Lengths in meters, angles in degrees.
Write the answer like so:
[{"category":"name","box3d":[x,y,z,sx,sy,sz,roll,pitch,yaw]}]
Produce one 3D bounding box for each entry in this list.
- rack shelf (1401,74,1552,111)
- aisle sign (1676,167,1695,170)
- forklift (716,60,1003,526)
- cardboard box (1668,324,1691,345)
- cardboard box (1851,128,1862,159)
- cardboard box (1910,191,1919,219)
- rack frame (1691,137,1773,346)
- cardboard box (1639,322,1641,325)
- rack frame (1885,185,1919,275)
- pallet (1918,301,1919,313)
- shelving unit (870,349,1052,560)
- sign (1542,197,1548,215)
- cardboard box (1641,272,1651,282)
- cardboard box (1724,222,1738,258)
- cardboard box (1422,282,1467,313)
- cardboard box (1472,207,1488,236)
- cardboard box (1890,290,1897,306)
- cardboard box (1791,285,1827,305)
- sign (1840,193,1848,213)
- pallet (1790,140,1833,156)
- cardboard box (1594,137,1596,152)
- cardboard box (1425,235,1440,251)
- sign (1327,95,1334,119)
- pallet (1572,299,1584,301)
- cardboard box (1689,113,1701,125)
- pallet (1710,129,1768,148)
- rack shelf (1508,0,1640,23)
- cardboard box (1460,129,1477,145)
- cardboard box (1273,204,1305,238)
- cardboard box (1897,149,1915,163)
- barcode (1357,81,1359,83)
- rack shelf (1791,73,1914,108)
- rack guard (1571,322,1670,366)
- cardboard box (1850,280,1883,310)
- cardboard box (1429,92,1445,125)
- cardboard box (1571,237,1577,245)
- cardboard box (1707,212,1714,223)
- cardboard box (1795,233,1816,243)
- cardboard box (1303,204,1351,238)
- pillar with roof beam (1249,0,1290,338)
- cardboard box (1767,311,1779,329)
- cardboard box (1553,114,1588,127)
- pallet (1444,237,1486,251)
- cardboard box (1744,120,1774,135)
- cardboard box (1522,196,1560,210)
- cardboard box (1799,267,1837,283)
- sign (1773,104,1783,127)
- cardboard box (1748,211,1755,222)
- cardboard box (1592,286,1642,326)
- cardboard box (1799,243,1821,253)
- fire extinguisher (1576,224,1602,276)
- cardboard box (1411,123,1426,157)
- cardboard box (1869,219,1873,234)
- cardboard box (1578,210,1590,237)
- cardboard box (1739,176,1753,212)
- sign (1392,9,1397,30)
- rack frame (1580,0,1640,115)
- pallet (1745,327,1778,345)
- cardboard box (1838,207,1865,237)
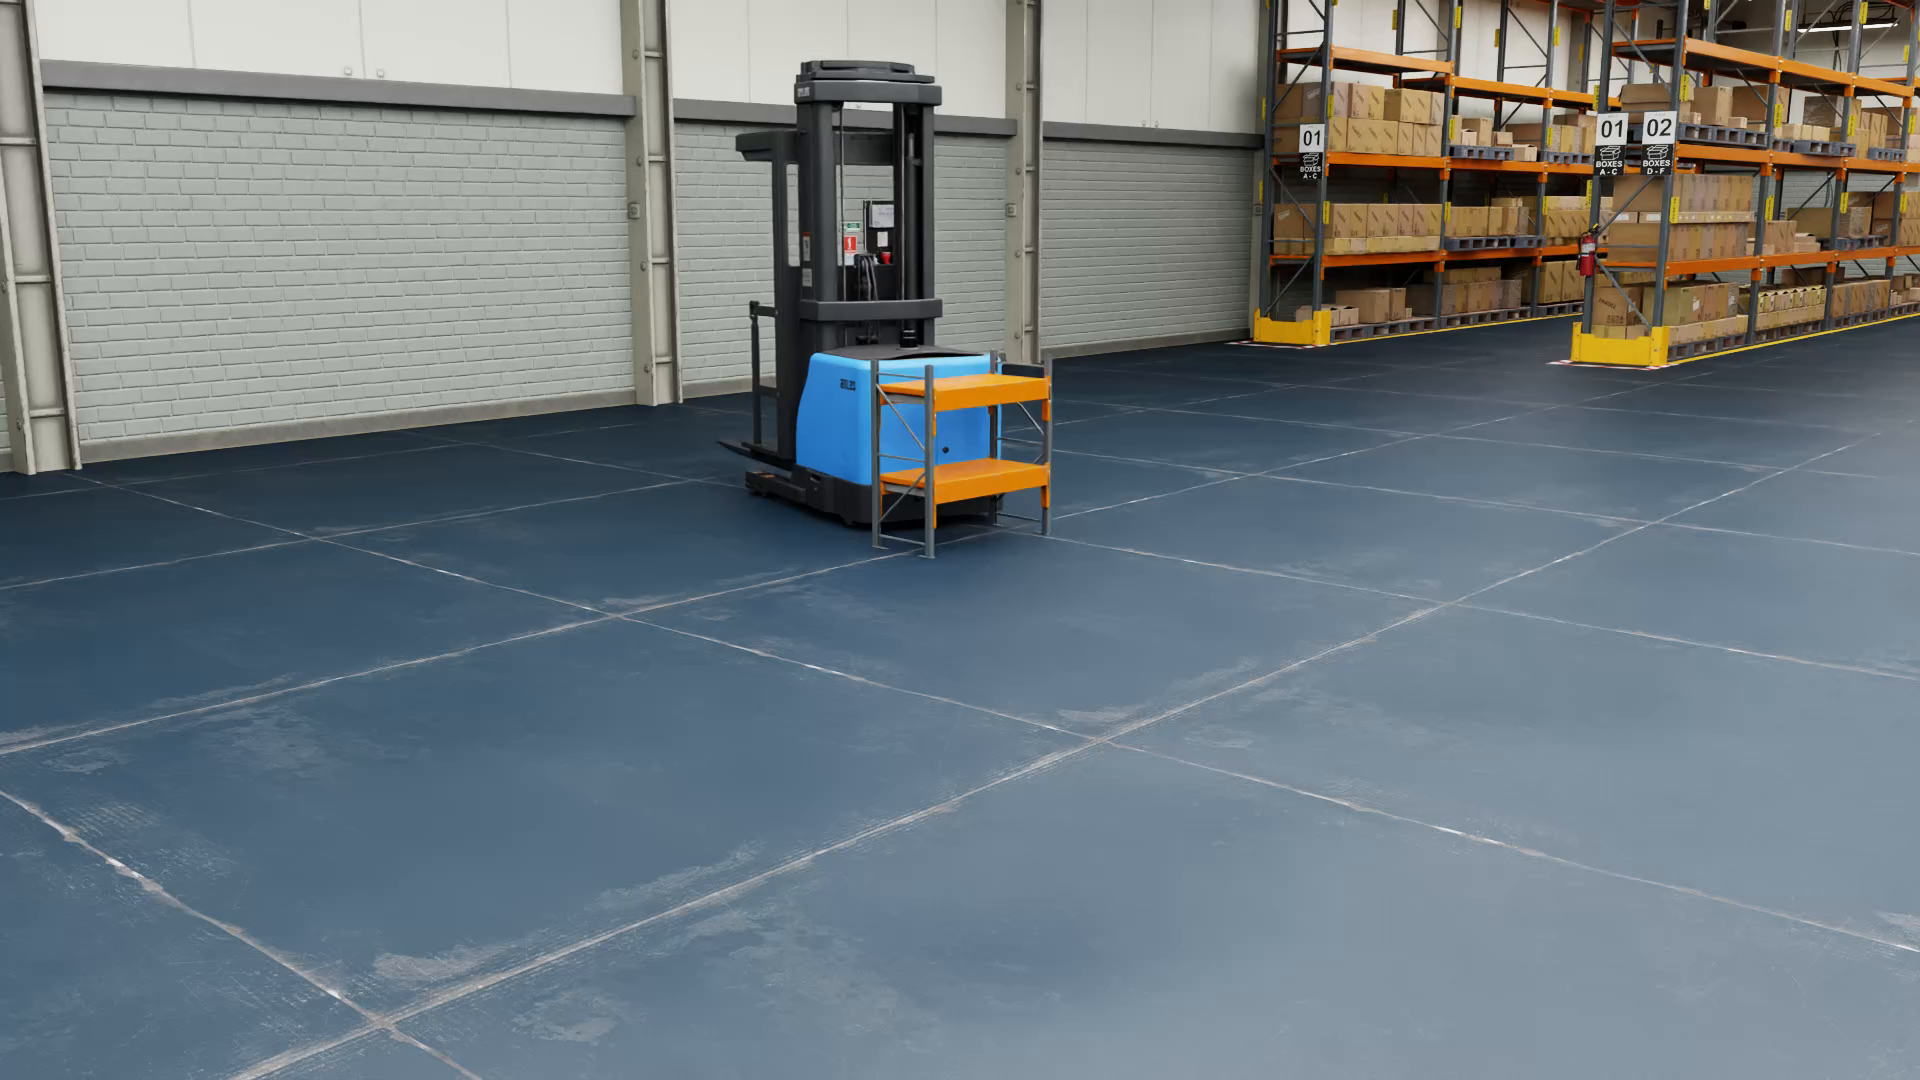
[{"category":"rack shelf","box3d":[8.925,-7.728,28.787,1.077,0.370,4.000,10,15,40]},{"category":"aisle sign","box3d":[15.799,-8.053,36.235,0.394,0.787,0.004,10,15,40]},{"category":"forklift","box3d":[-0.874,-1.771,11.594,1.130,2.935,3.031,-6,13,-28]},{"category":"cardboard box","box3d":[9.536,-2.794,22.491,0.500,0.250,0.500,10,15,40]},{"category":"cardboard box","box3d":[14.568,-6.653,27.949,0.910,0.500,0.500,10,15,40]},{"category":"cardboard box","box3d":[17.472,-6.226,30.918,0.500,0.500,0.500,9,15,39]},{"category":"rack frame","box3d":[11.328,-4.401,24.588,1.000,3.000,0.127,10,15,40]},{"category":"cardboard box","box3d":[9.141,-2.862,22.832,0.500,0.250,0.500,10,15,40]},{"category":"rack frame","box3d":[19.249,-6.167,33.427,1.000,3.000,0.127,10,15,40]},{"category":"pallet","box3d":[18.674,-4.670,33.057,1.003,0.211,1.213,10,15,40]},{"category":"shelving unit","box3d":[0.019,-0.546,10.071,0.538,1.125,1.048,11,16,44]},{"category":"sign","box3d":[10.659,-6.090,30.288,0.100,0.325,0.005,10,15,40]},{"category":"cardboard box","box3d":[14.131,-5.444,35.117,0.700,0.500,0.500,10,15,42]},{"category":"cardboard box","box3d":[10.697,-4.306,23.854,0.700,0.500,0.500,10,15,40]},{"category":"cardboard box","box3d":[8.381,-4.224,28.959,0.700,0.500,0.500,9,15,39]},{"category":"cardboard box","box3d":[8.752,-5.558,29.004,0.500,0.500,0.700,-10,15,-40]},{"category":"cardboard box","box3d":[17.049,-4.509,30.870,0.500,0.311,0.500,10,15,40]},{"category":"cardboard box","box3d":[13.808,-4.013,27.162,0.500,0.311,0.500,10,15,42]},{"category":"sign","box3d":[14.388,-5.486,27.064,0.100,0.325,0.005,10,15,40]},{"category":"pallet","box3d":[12.852,-6.092,25.875,1.003,0.211,1.213,11,16,43]},{"category":"cardboard box","box3d":[12.222,-7.838,32.761,0.700,0.500,0.500,9,14,37]},{"category":"cardboard box","box3d":[7.520,-4.868,27.259,0.500,0.250,0.500,10,15,40]},{"category":"sign","box3d":[5.372,-6.282,24.115,0.100,0.325,0.005,10,15,40]},{"category":"pallet","box3d":[12.433,-4.727,33.341,1.003,0.211,1.213,10,15,40]},{"category":"cardboard box","box3d":[9.597,-5.585,22.070,0.380,0.149,0.250,10,15,40]},{"category":"pallet","box3d":[10.785,-5.700,23.658,1.003,0.211,1.213,10,15,40]},{"category":"rack shelf","box3d":[11.565,-10.143,31.369,1.077,0.370,4.000,10,15,40]},{"category":"cardboard box","box3d":[8.432,-6.835,28.270,0.500,0.311,0.500,10,15,42]},{"category":"cardboard box","box3d":[5.116,-4.853,25.269,0.500,0.500,0.500,10,15,40]},{"category":"cardboard box","box3d":[17.116,-7.015,30.400,0.500,0.250,0.500,10,15,40]},{"category":"barcode","box3d":[6.364,-7.295,26.566,0.001,0.075,0.075,10,15,40]},{"category":"rack shelf","box3d":[15.289,-7.677,28.530,1.077,0.370,4.000,10,15,40]},{"category":"rack guard","box3d":[8.672,-2.583,21.868,1.175,0.500,0.348,10,15,40]},{"category":"cardboard box","box3d":[16.166,-4.387,29.775,0.500,0.500,0.500,10,15,41]},{"category":"cardboard box","box3d":[7.478,-6.952,26.844,0.500,0.500,0.500,8,14,36]},{"category":"cardboard box","box3d":[11.641,-5.762,31.990,0.380,0.149,0.250,10,15,41]},{"category":"cardboard box","box3d":[10.124,-4.436,22.849,0.380,0.149,0.250,10,15,41]},{"category":"cardboard box","box3d":[13.696,-4.898,27.303,0.500,0.311,0.500,11,16,44]},{"category":"cardboard box","box3d":[5.505,-4.788,24.942,0.500,0.500,0.500,10,15,40]},{"category":"pillar with roof beam","box3d":[8.010,-7.053,22.546,9.100,9.000,0.400,10,15,40]},{"category":"cardboard box","box3d":[12.119,-3.361,25.328,0.500,0.250,0.500,10,15,42]},{"category":"cardboard box","box3d":[11.853,-8.126,32.285,0.500,0.250,0.500,9,15,39]},{"category":"pallet","box3d":[8.218,-5.041,28.279,1.003,0.211,1.213,10,15,40]},{"category":"cardboard box","box3d":[11.742,-6.094,24.715,0.500,0.250,0.500,-10,15,-42]},{"category":"cardboard box","box3d":[10.757,-6.240,30.813,0.500,0.250,0.500,10,15,42]},{"category":"cardboard box","box3d":[15.116,-4.675,29.304,0.500,0.250,0.500,9,15,39]},{"category":"sign","box3d":[11.746,-6.093,23.877,0.100,0.325,0.005,10,15,40]},{"category":"cardboard box","box3d":[11.310,-4.700,24.175,0.380,0.149,0.250,10,15,40]},{"category":"cardboard box","box3d":[8.818,-3.155,22.384,0.500,0.500,0.500,10,15,40]},{"category":"cardboard box","box3d":[13.582,-4.698,26.717,0.380,0.149,0.250,10,15,40]},{"category":"fire extinguisher","box3d":[8.261,-3.817,21.862,0.296,0.674,0.183,10,15,40]},{"category":"cardboard box","box3d":[7.114,-6.392,26.590,0.500,0.500,0.500,8,14,36]},{"category":"cardboard box","box3d":[16.746,-5.734,31.005,0.500,0.500,0.500,10,15,41]},{"category":"cardboard box","box3d":[11.777,-6.099,32.023,0.500,0.500,0.500,10,15,42]},{"category":"cardboard box","box3d":[11.040,-5.020,24.120,0.700,0.500,0.500,10,15,41]},{"category":"sign","box3d":[7.184,-8.590,27.452,0.100,0.325,0.005,10,15,40]},{"category":"rack frame","box3d":[12.886,-9.160,33.097,1.000,3.000,0.127,10,15,40]},{"category":"pallet","box3d":[11.785,-3.147,25.429,1.003,0.211,1.213,10,15,40]},{"category":"cardboard box","box3d":[15.047,-5.462,28.570,0.500,0.500,0.700,-9,14,-37]}]
